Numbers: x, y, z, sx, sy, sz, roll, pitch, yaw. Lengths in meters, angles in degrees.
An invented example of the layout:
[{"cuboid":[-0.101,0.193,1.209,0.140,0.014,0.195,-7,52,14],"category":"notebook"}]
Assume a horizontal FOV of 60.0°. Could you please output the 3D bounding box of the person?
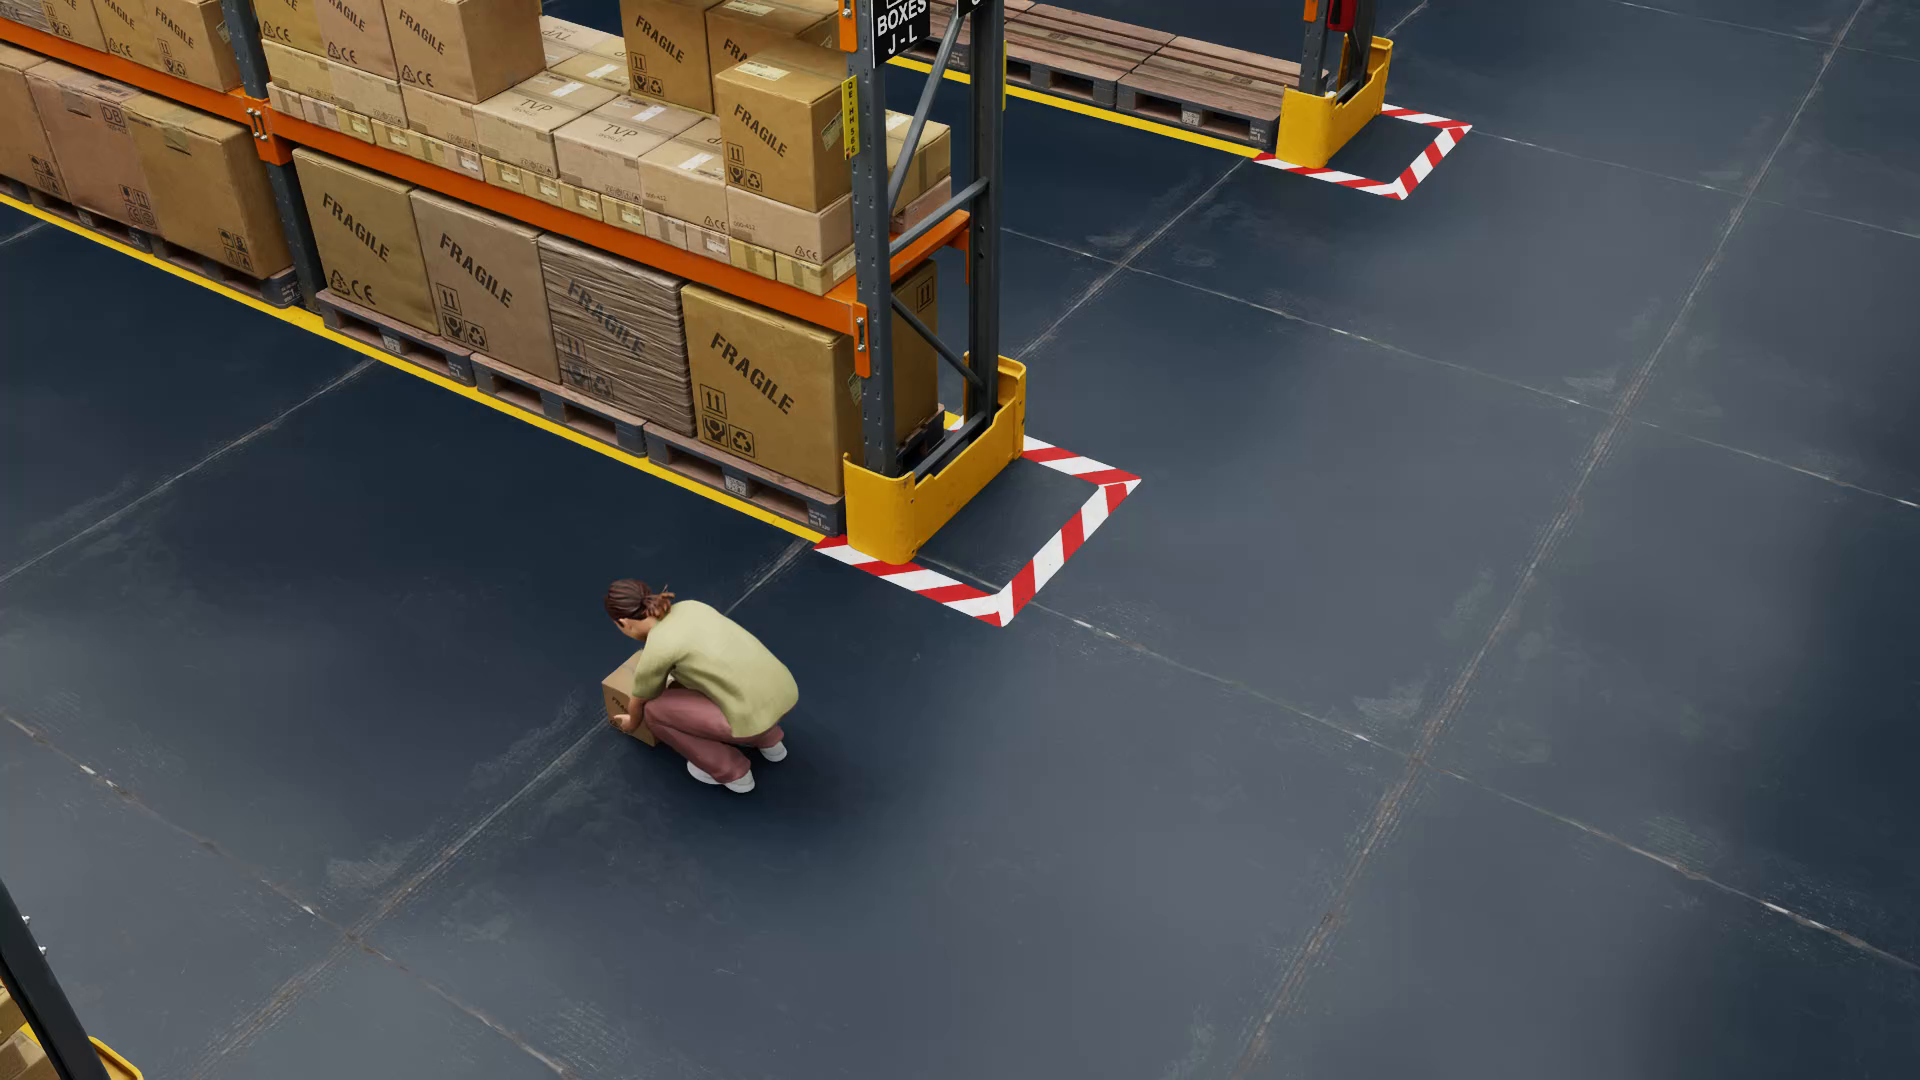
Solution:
[{"cuboid":[-1.035,0.562,6.677,0.805,0.806,0.479,22,43,25],"category":"person"}]
